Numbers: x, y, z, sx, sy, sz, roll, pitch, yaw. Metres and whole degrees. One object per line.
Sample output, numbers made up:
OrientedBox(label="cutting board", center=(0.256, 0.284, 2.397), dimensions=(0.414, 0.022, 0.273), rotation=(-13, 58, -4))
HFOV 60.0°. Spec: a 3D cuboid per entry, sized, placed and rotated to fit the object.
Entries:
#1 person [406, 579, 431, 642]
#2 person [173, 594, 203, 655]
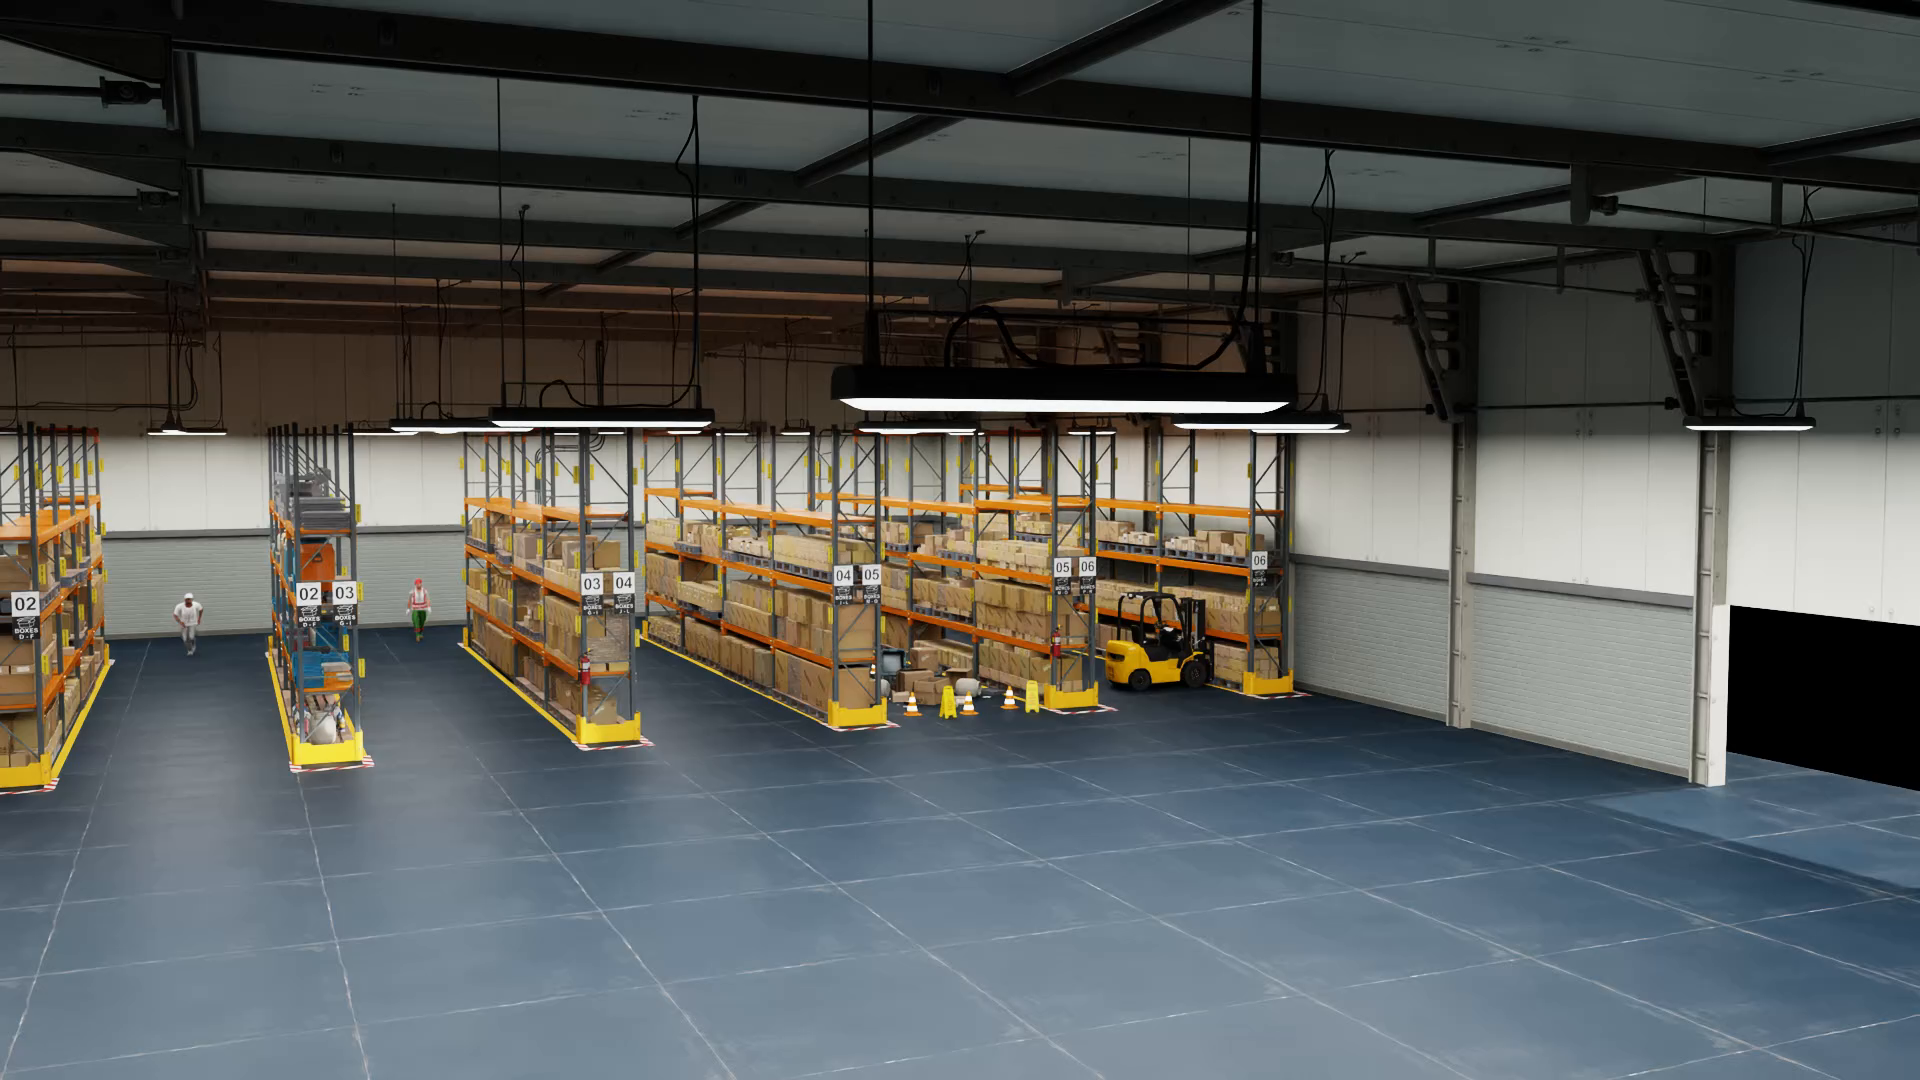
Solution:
OrientedBox(label="person", center=(-15.263, 1.962, 46.897), dimensions=(0.665, 1.725, 1.034), rotation=(-2, 4, -23))
OrientedBox(label="person", center=(-20.303, 2.219, 43.759), dimensions=(0.661, 1.664, 0.698), rotation=(-1, 4, -16))
